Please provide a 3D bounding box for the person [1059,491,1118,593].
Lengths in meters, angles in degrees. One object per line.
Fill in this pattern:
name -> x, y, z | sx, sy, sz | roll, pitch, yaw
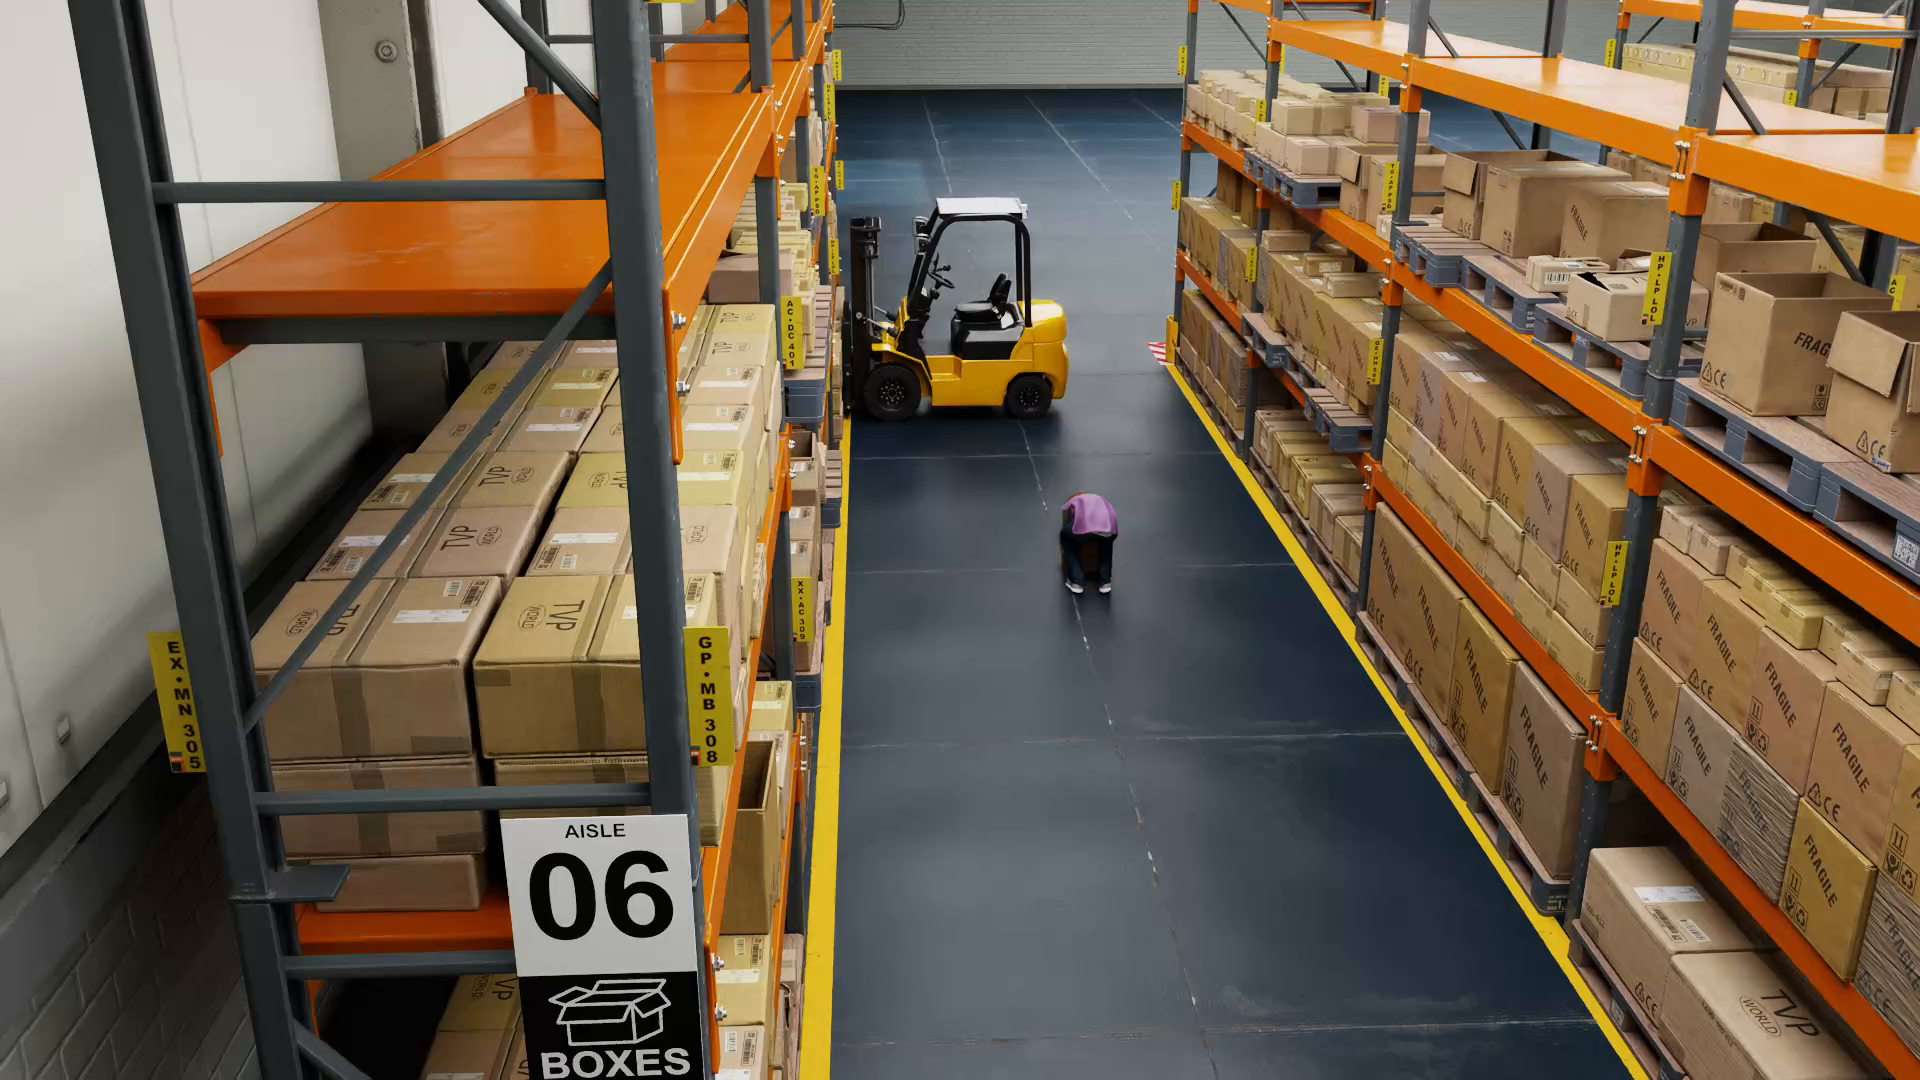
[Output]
person -> 1.005, -0.010, 13.137 | 0.433, 0.778, 0.871 | -2, 21, -5
